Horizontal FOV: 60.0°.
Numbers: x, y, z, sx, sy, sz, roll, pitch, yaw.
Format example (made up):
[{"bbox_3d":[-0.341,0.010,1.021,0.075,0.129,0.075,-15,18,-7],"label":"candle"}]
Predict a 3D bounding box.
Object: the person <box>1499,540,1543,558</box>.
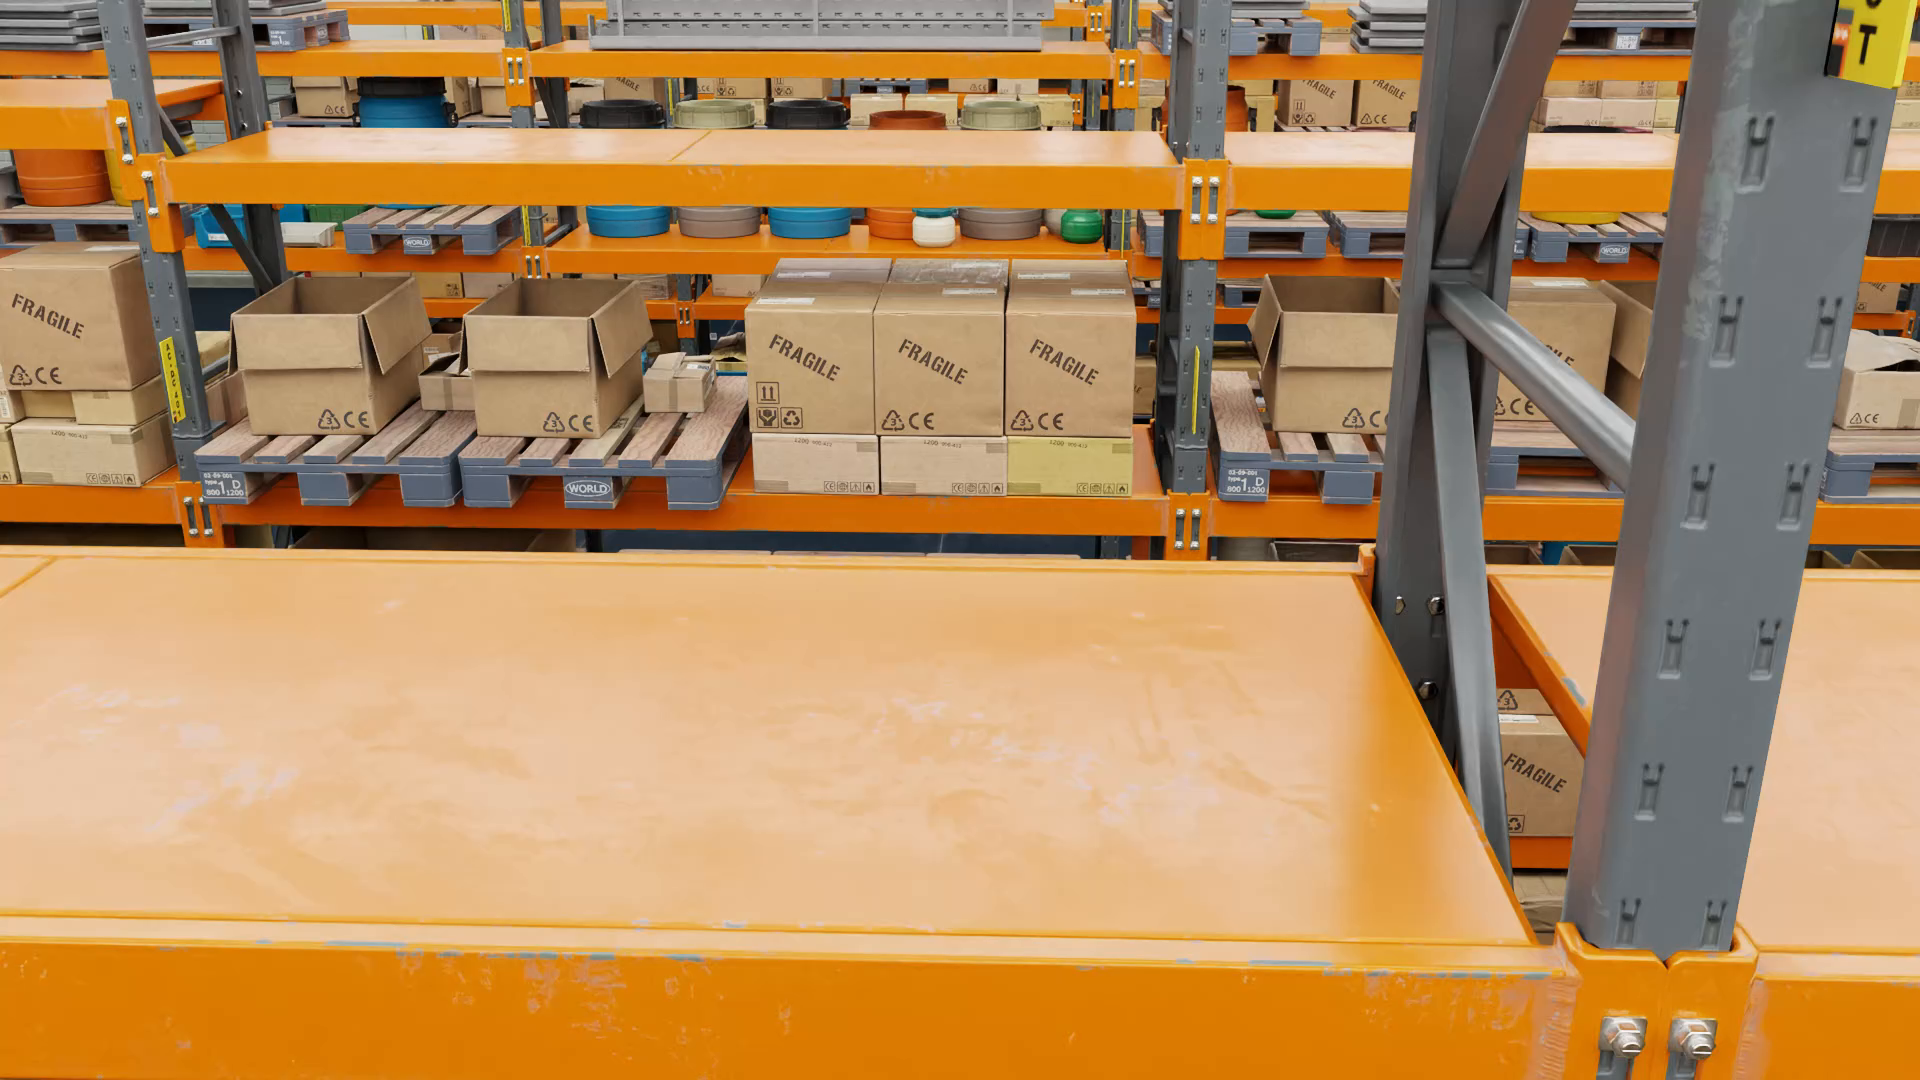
[{"bbox_3d":[3.353,0.663,9.902,0.872,1.681,0.479,9,23,23],"label":"person"}]
